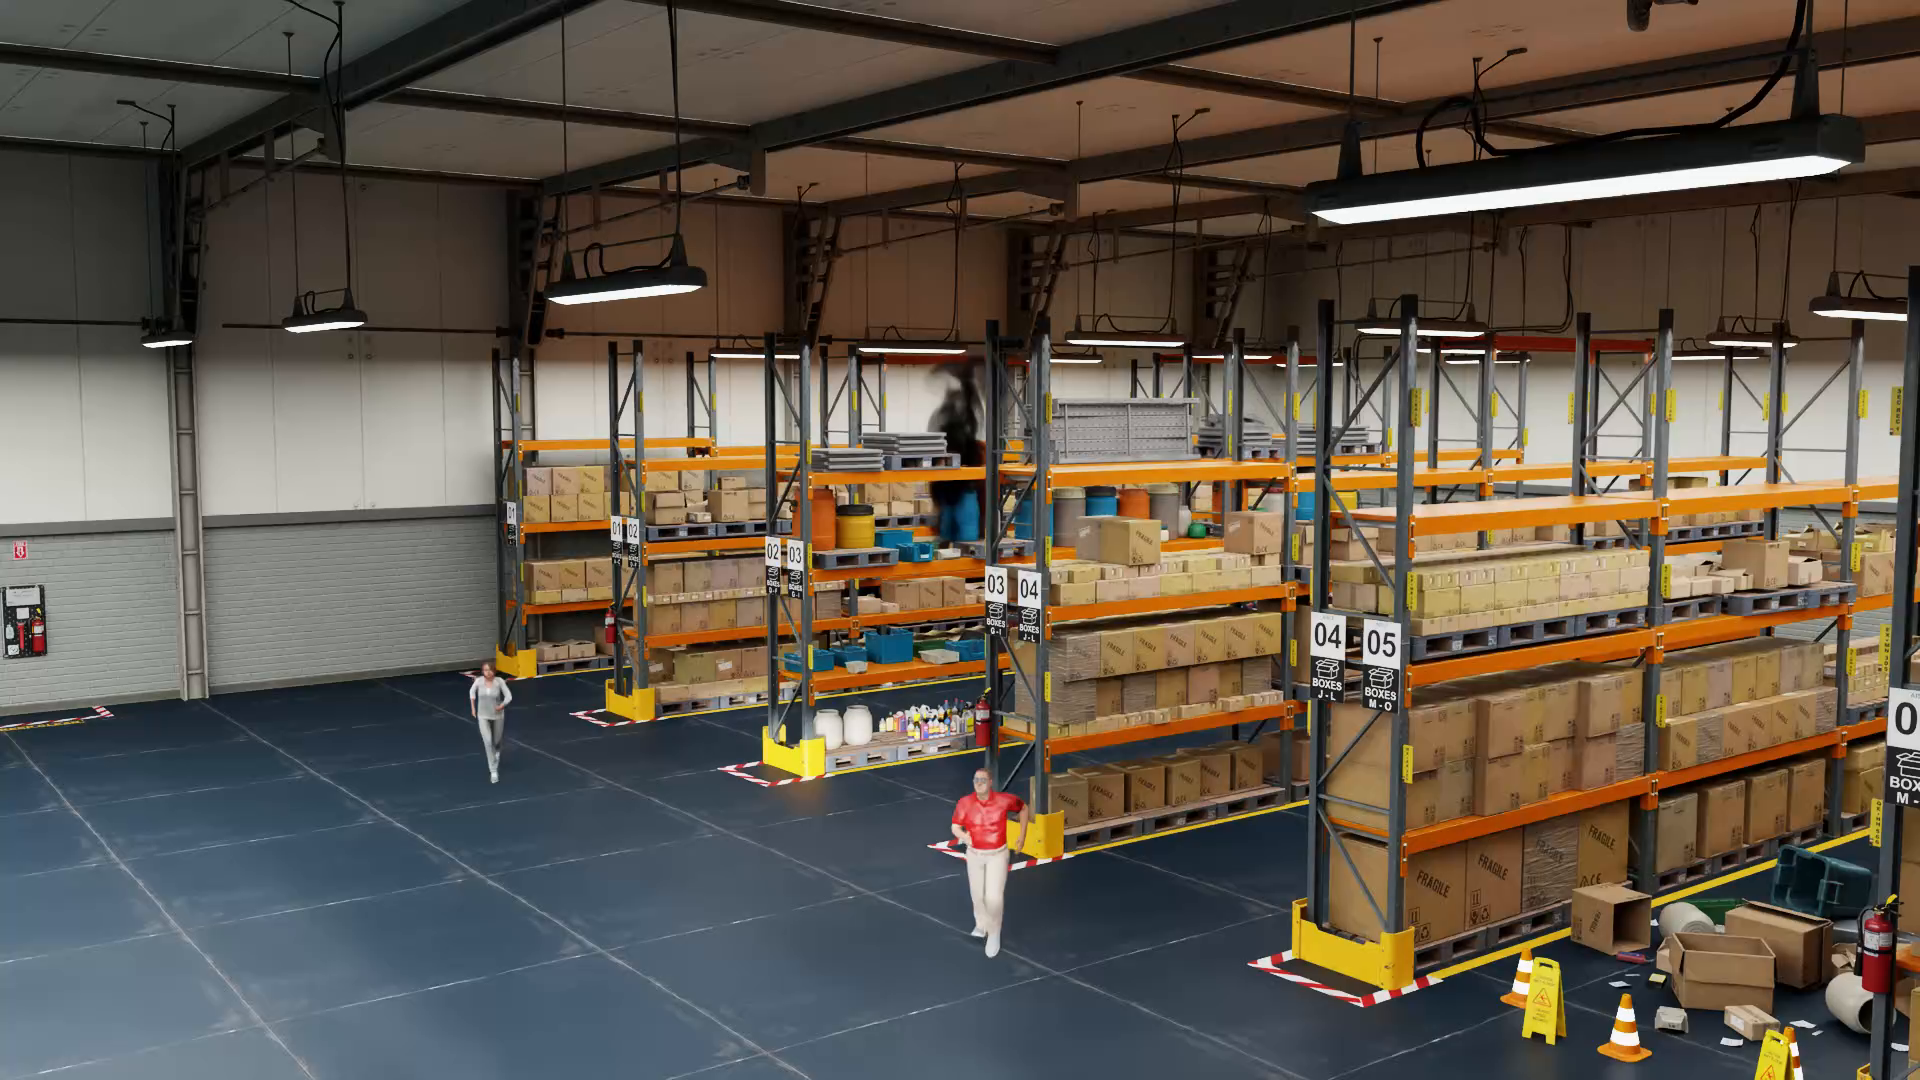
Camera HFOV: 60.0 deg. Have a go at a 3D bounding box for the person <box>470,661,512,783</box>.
[{"bbox_3d":[-6.331,2.408,22.449,0.559,1.589,0.899,-1,5,-12],"label":"person"}]

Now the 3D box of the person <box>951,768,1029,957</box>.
[{"bbox_3d":[0.262,2.965,15.383,0.676,1.744,0.881,1,5,14],"label":"person"}]
